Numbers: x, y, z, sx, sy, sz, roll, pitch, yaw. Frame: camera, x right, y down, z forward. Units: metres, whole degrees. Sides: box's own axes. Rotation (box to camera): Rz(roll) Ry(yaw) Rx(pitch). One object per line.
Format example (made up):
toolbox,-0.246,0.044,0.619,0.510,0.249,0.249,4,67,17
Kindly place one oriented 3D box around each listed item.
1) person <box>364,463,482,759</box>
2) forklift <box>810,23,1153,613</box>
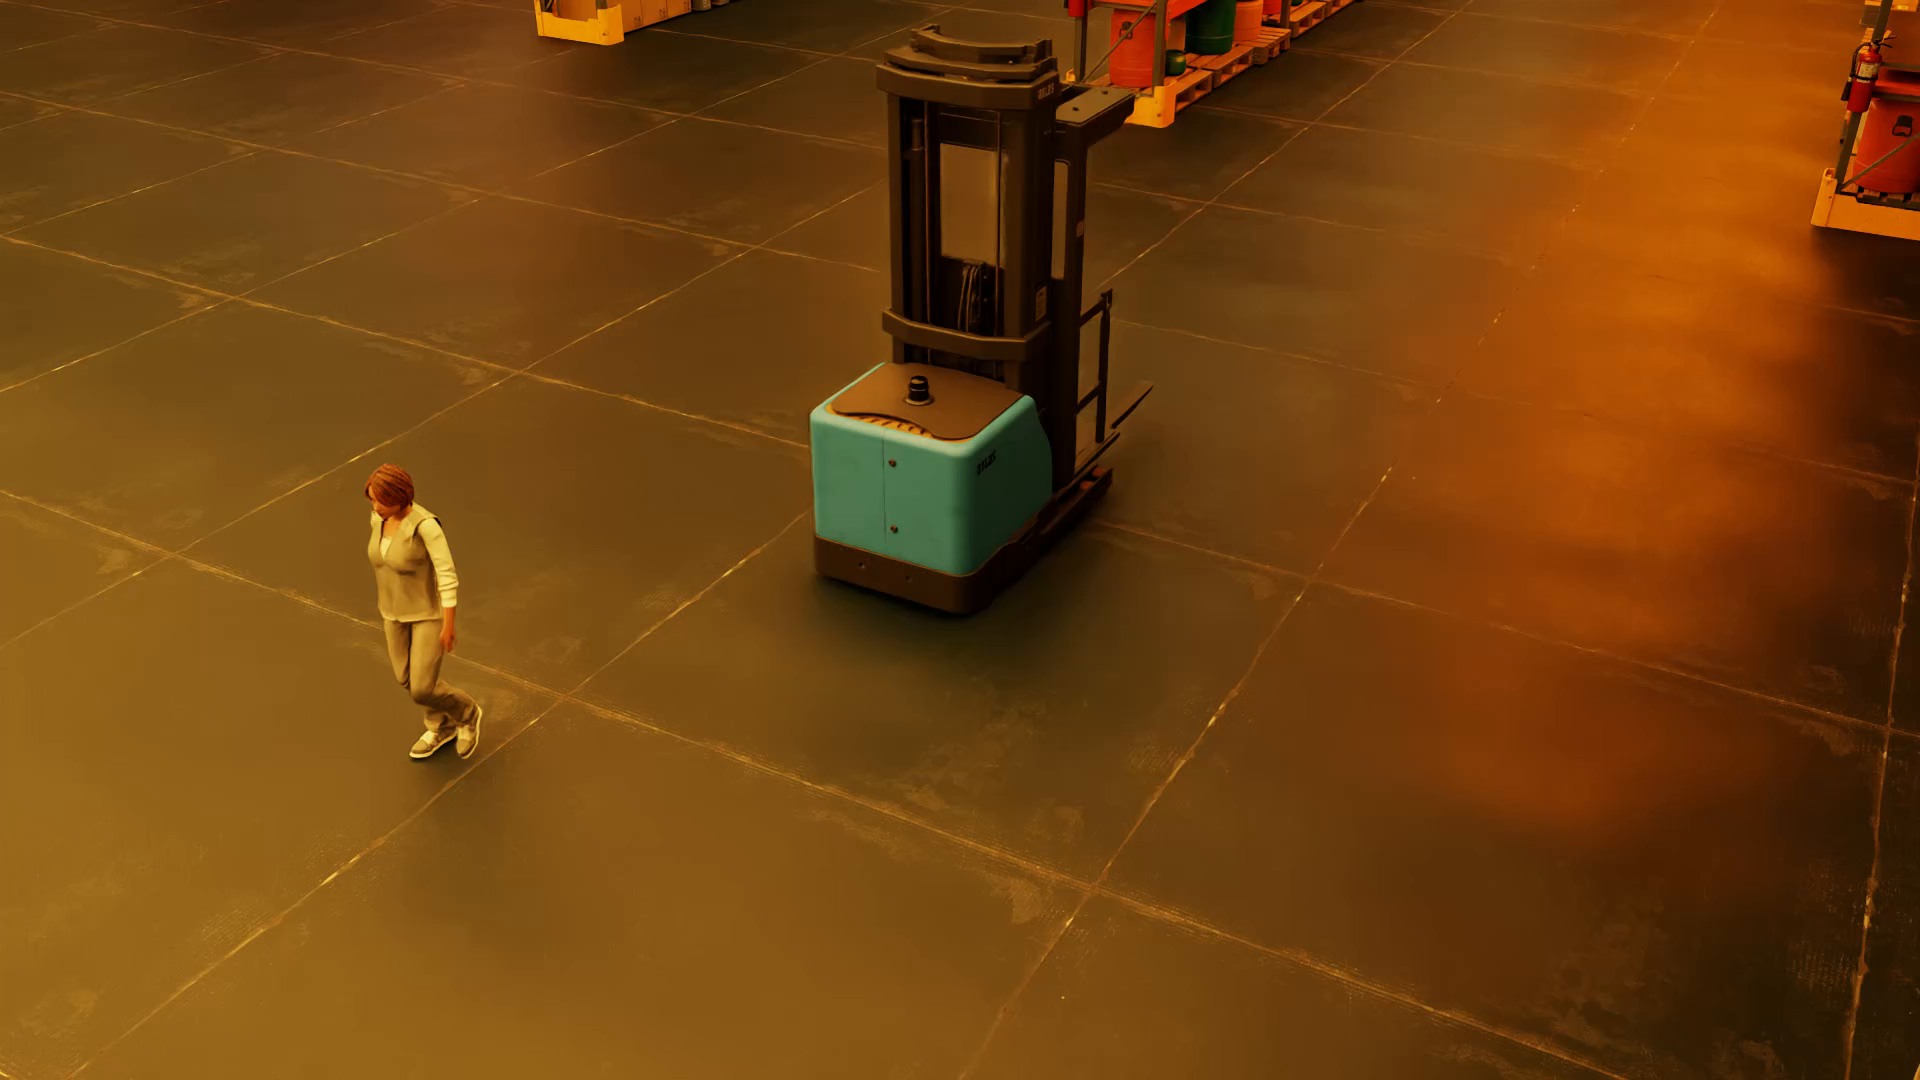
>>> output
person,-2.566,0.373,7.782,0.550,1.578,0.408,14,33,23
forklift,0.309,-1.572,9.795,1.130,2.935,3.031,15,33,25
